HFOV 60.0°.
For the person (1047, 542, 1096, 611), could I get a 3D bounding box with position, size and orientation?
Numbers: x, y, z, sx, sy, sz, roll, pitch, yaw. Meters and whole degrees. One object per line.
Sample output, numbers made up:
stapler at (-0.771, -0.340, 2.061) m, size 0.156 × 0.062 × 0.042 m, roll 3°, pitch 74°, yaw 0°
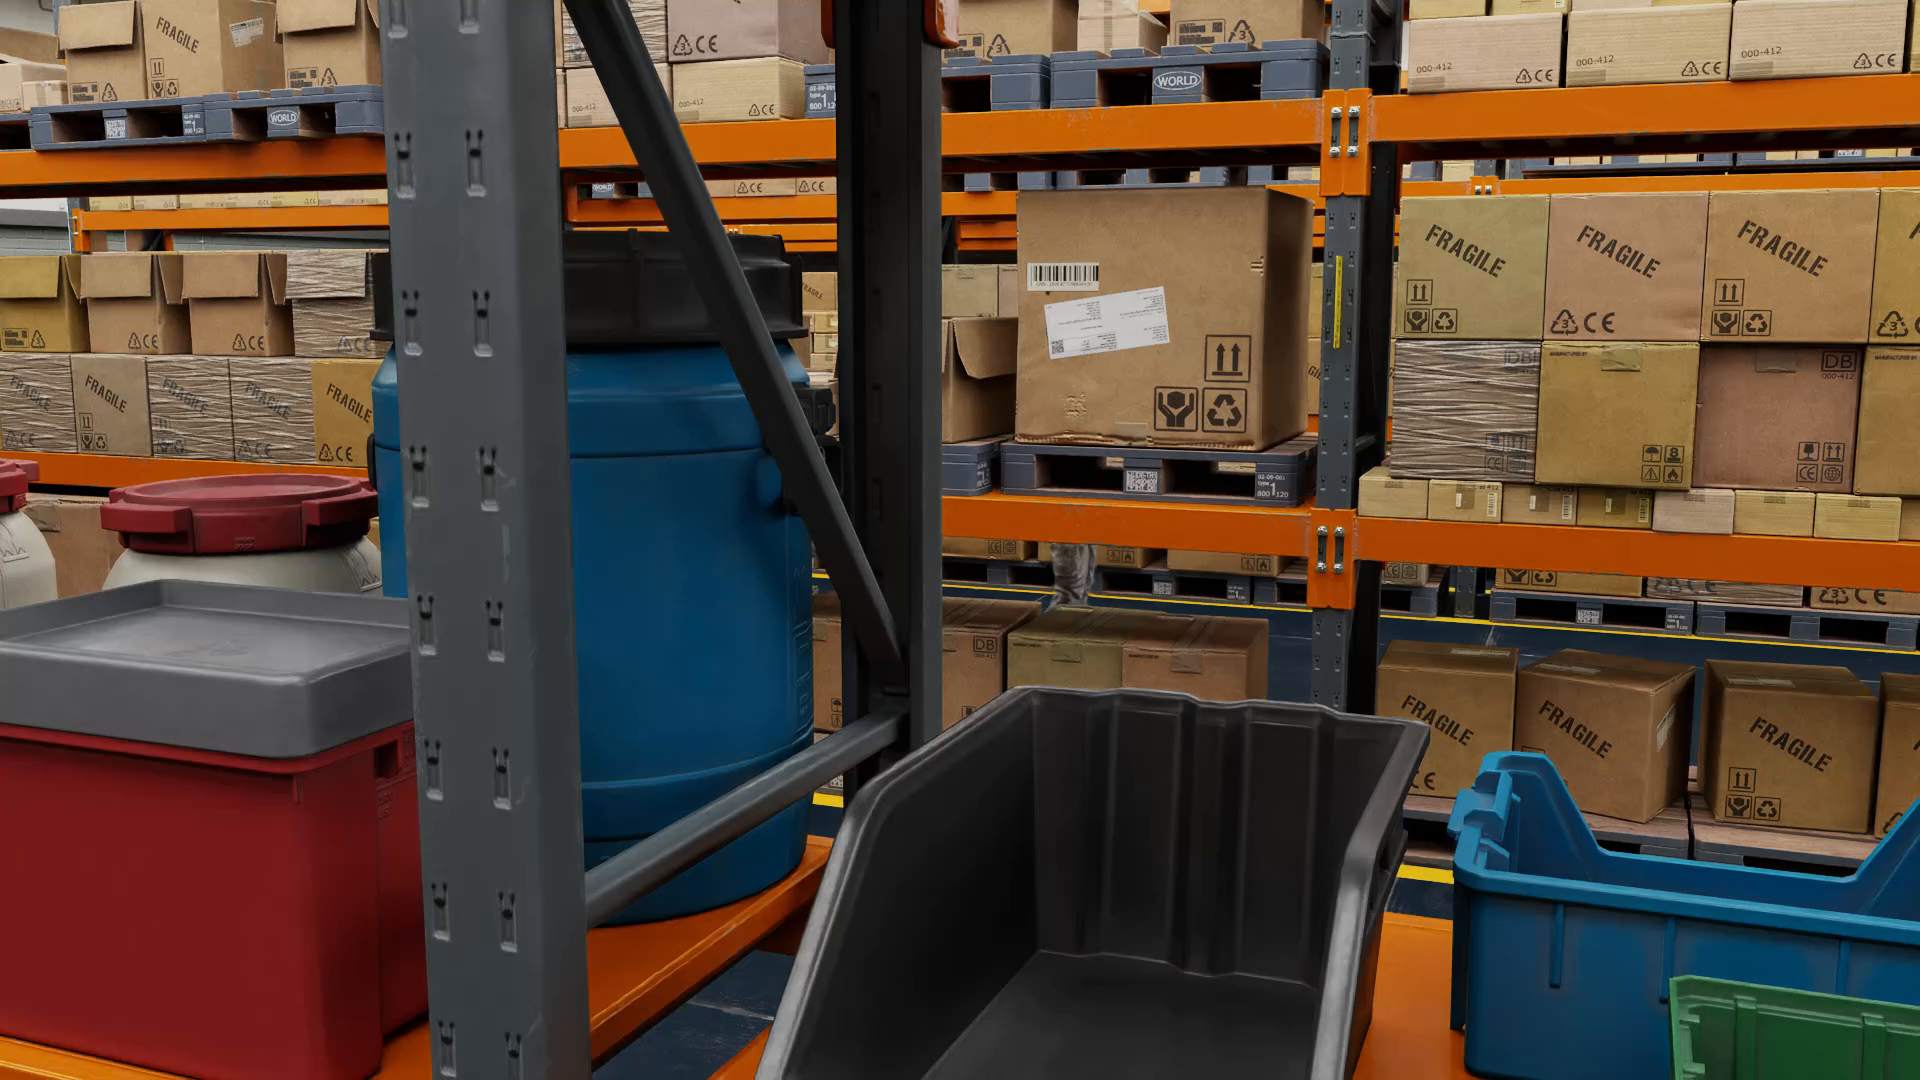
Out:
person at (0.696, -0.120, 9.074) m, size 0.572 × 1.785 × 0.497 m, roll 3°, pitch 9°, yaw 17°
